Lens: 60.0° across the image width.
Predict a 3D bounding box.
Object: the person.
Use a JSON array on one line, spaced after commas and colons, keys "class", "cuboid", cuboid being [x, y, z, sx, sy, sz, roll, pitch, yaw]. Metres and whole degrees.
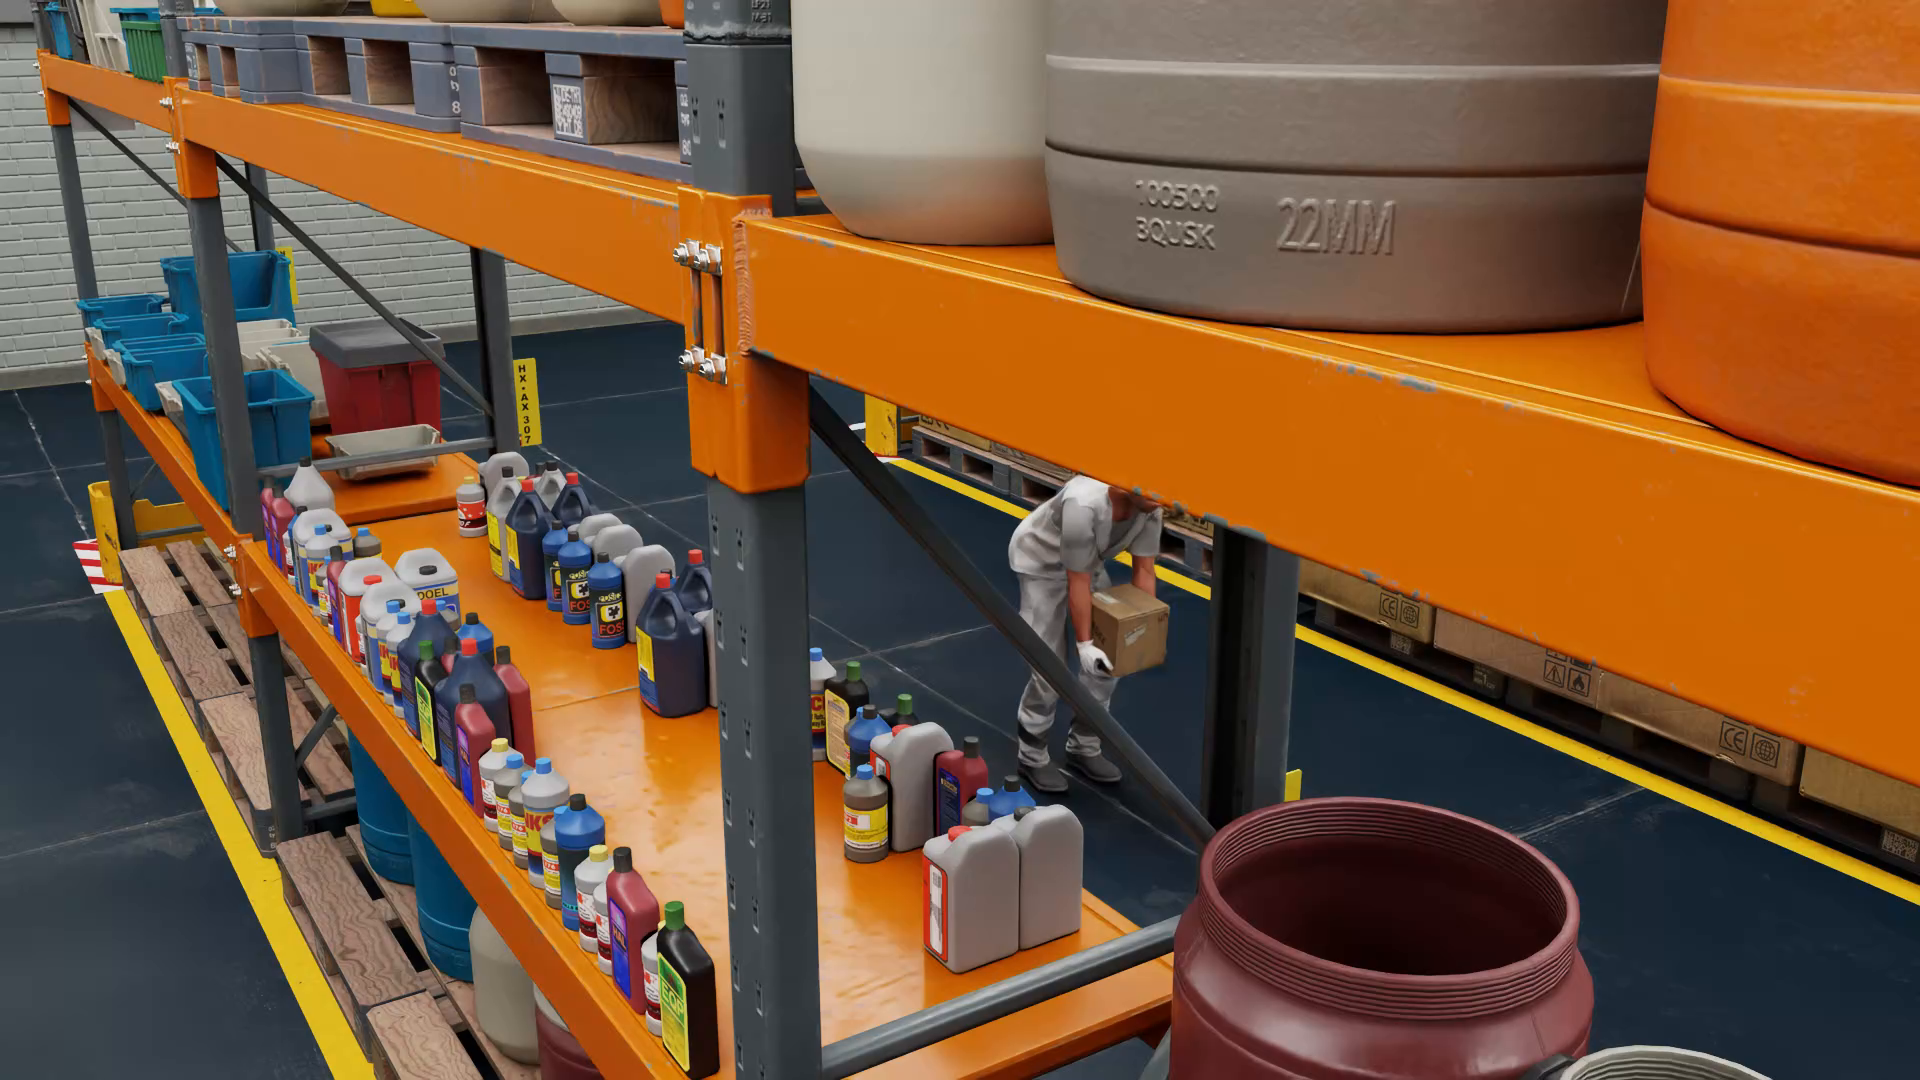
[{"class": "person", "cuboid": [0.542, 0.287, 6.544, 0.492, 1.528, 0.822, -12, 21, -33]}]
